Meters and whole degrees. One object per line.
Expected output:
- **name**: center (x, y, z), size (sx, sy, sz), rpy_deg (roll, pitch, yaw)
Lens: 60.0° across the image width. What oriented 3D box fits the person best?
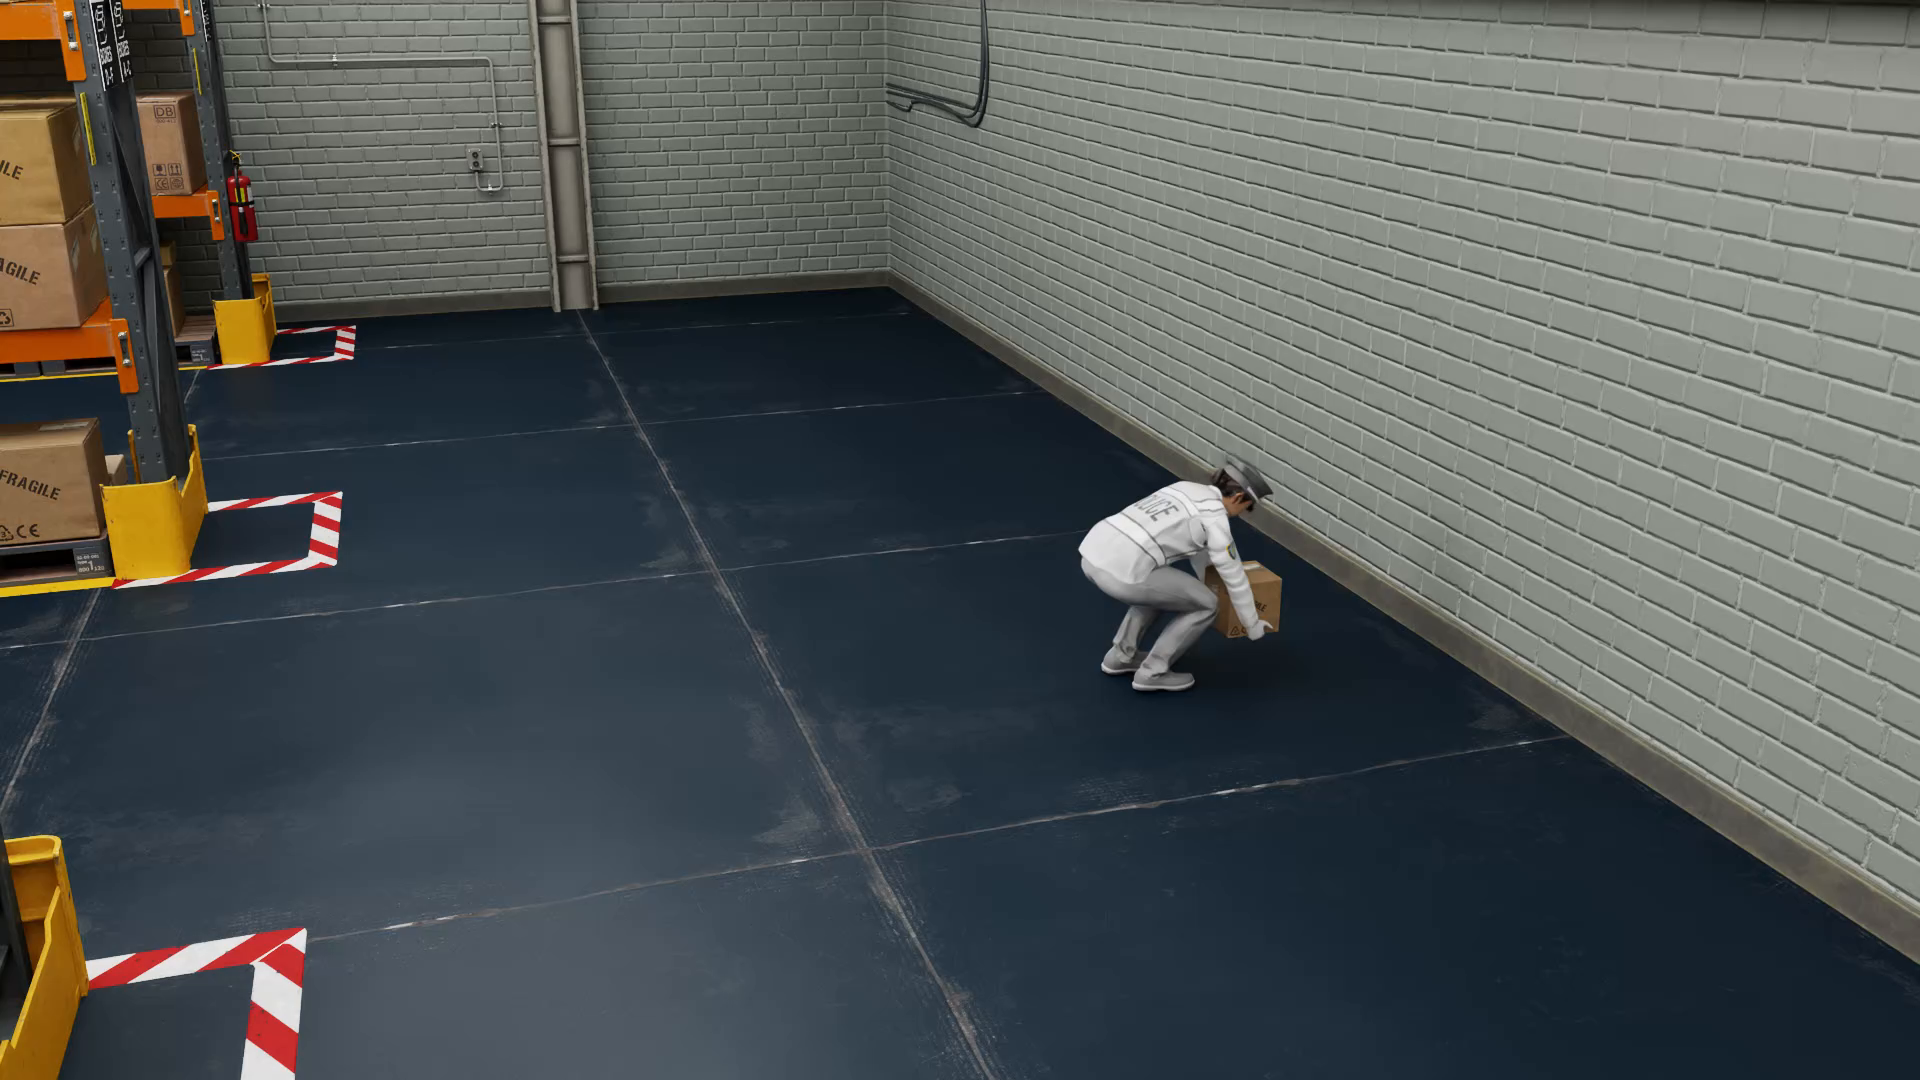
- **person**: center (0.942, 0.140, 7.212), size (0.883, 0.982, 0.454), rpy_deg (-7, 20, -19)
